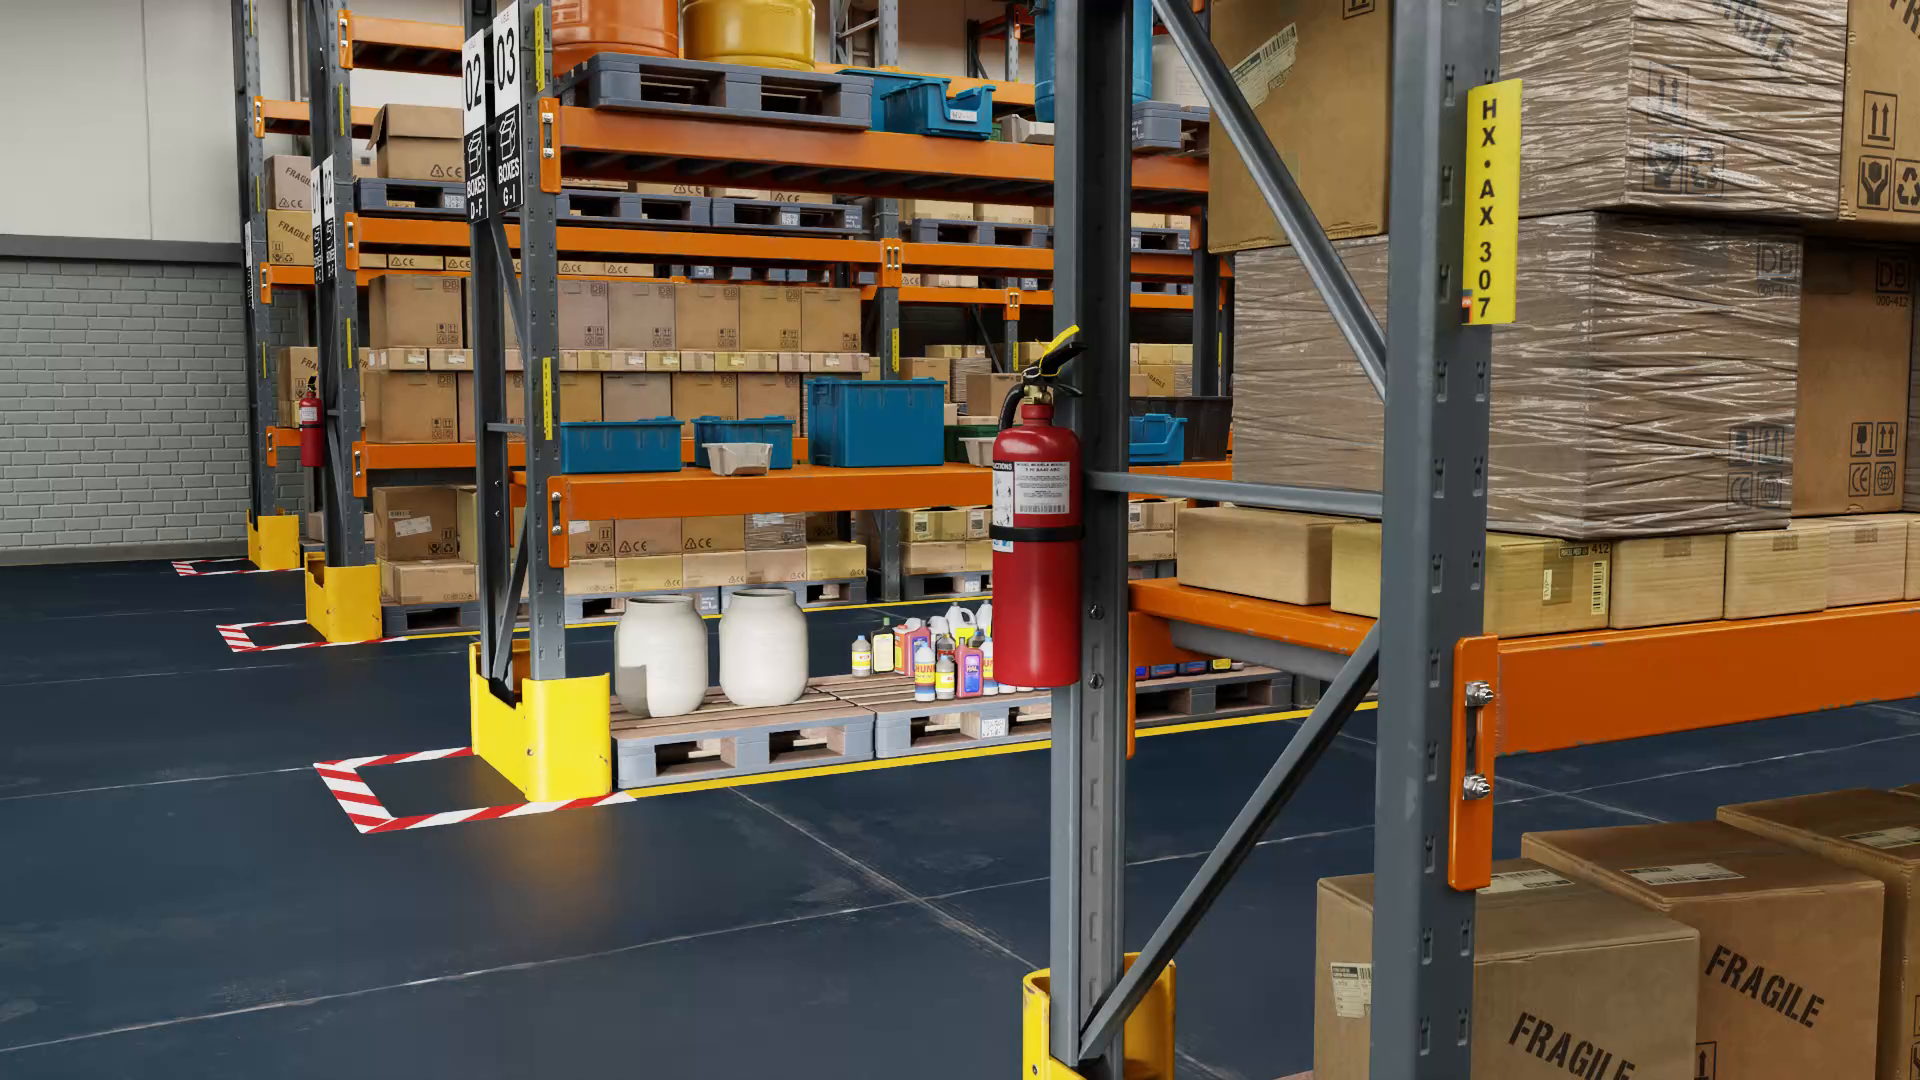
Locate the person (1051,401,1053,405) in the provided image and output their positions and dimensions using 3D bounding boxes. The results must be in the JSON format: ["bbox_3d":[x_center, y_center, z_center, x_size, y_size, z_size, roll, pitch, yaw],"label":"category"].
[{"bbox_3d":[0.552,-0.121,11.031,0.340,1.594,0.484,-3,6,-31],"label":"person"}]
